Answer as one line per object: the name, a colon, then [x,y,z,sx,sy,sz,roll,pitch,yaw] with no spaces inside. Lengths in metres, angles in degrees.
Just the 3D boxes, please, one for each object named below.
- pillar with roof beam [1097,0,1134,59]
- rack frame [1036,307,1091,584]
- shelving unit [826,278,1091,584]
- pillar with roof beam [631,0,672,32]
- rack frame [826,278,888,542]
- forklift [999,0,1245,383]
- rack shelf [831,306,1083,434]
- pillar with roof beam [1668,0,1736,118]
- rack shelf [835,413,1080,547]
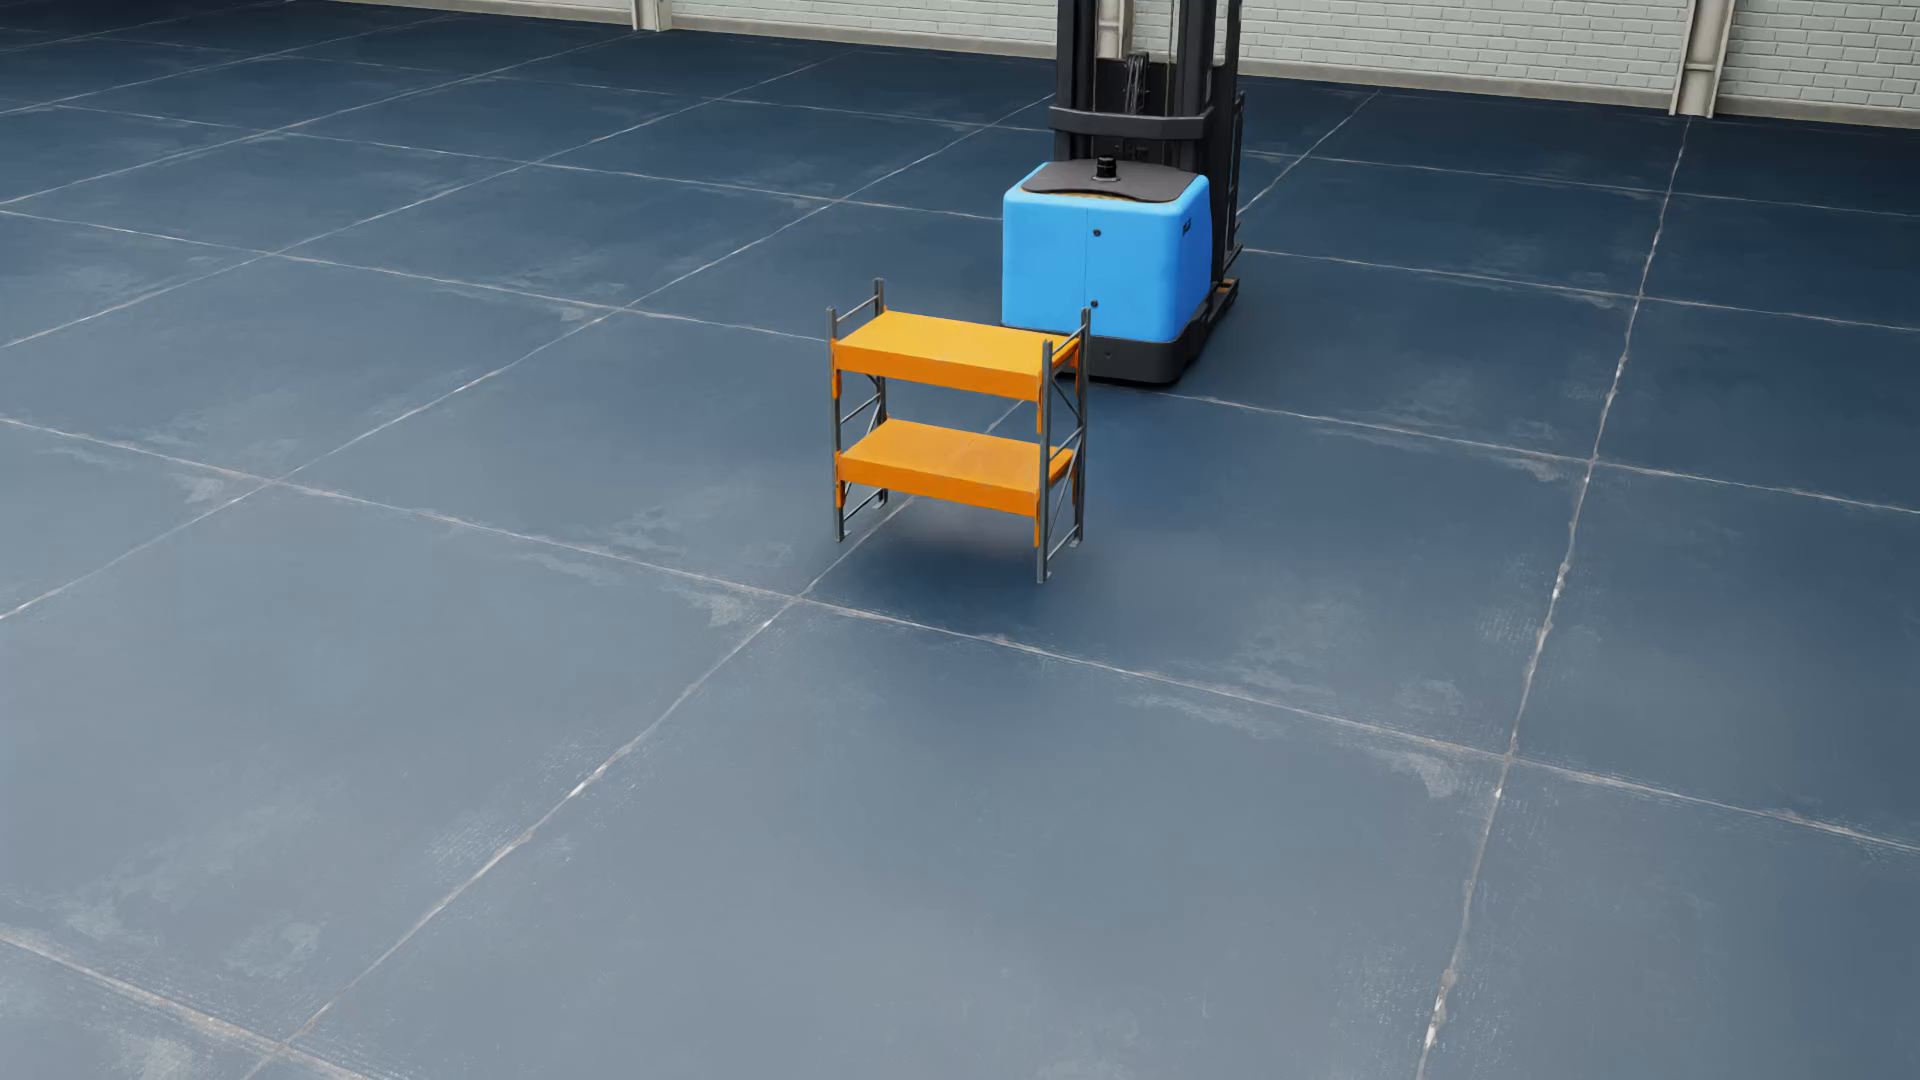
pillar with roof beam: [-0.126,-7.555,12.906,0.400,9.000,9.100,11,28,22]
rack frame: [0.457,-0.413,7.315,0.032,1.125,0.500,11,28,22]
shelving unit: [-0.006,-0.506,7.504,1.048,1.125,0.538,11,28,22]
pillar with roof beam: [-5.588,-8.652,15.135,0.400,9.000,9.100,11,28,22]
rack frame: [-0.469,-0.599,7.693,0.032,1.125,0.500,11,28,22]
forklift: [1.192,-2.830,10.179,1.130,2.935,3.031,9,28,17]
rack shelf: [-0.006,-0.768,7.375,1.000,0.278,0.538,11,28,22]
pillar with roof beam: [5.335,-6.457,10.678,0.400,9.000,9.100,11,28,22]
rack shelf: [-0.006,-0.287,7.612,1.000,0.278,0.538,11,28,22]
